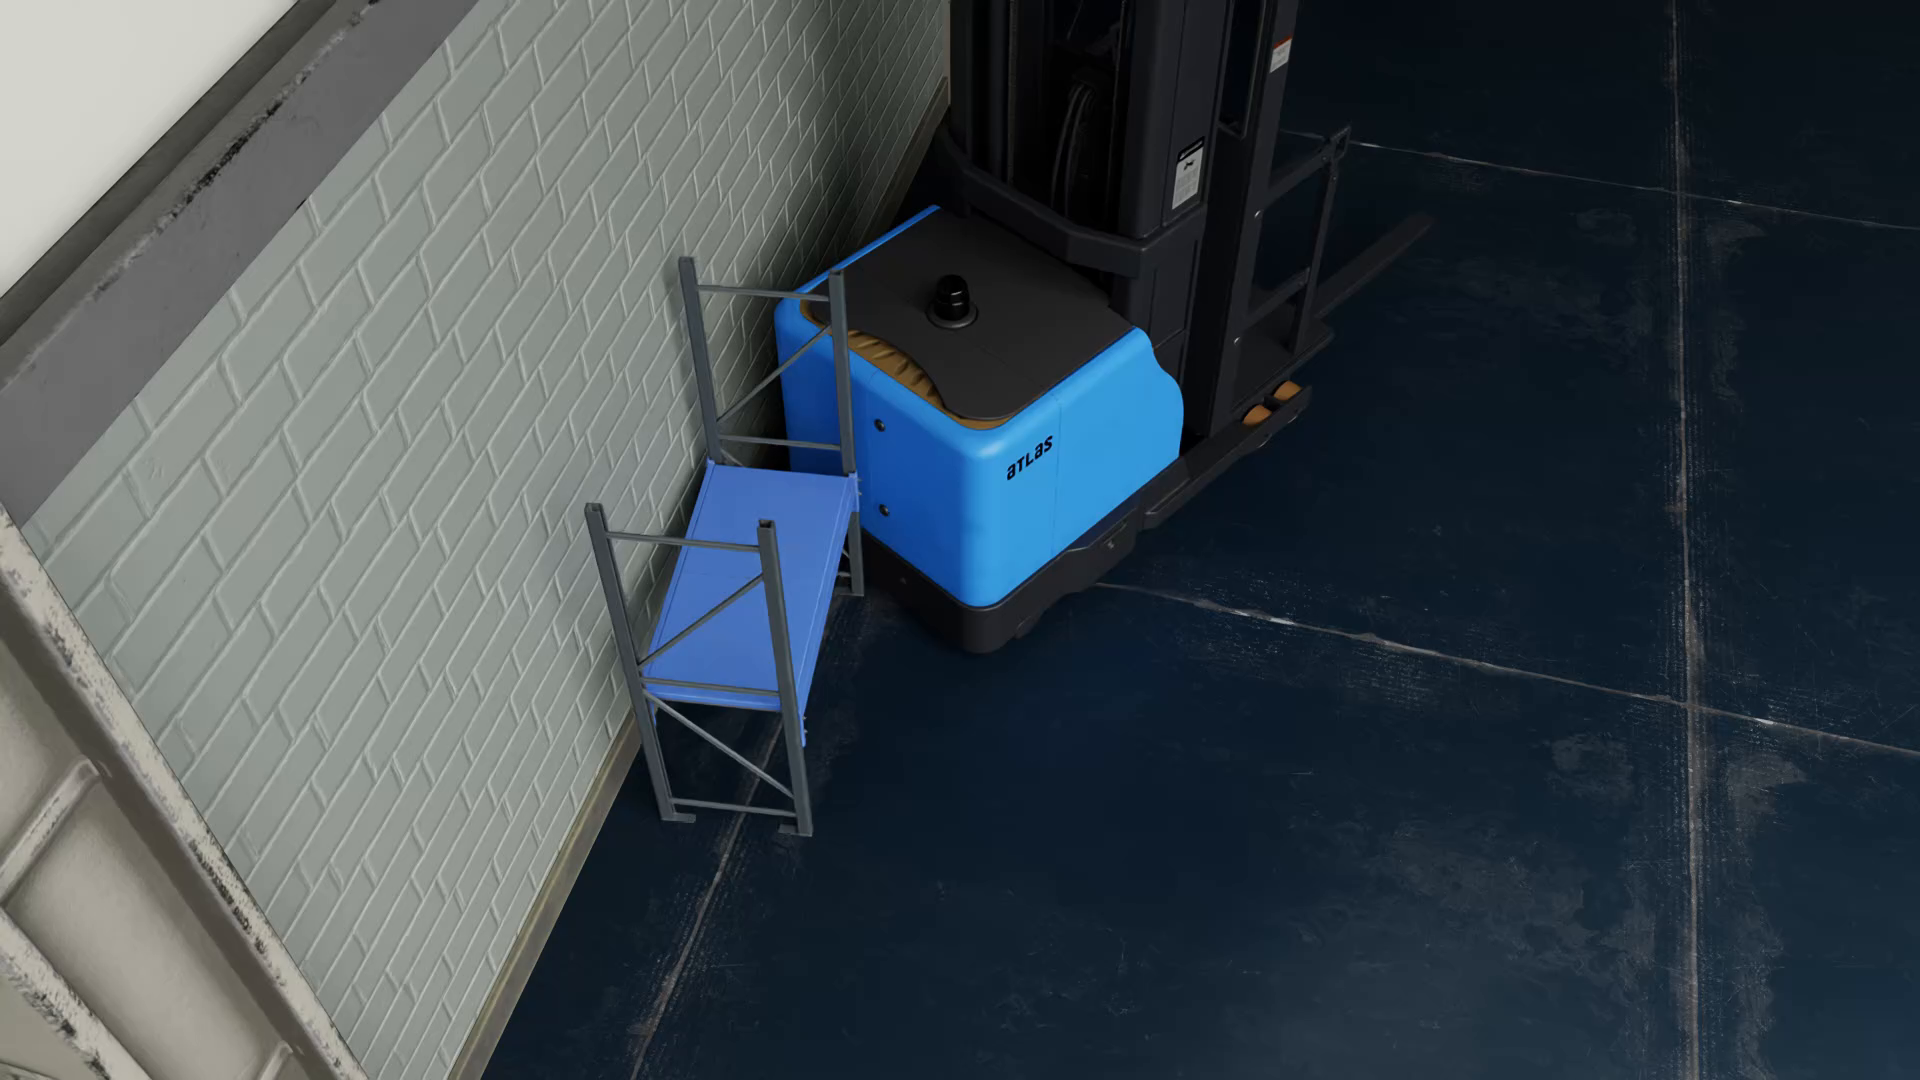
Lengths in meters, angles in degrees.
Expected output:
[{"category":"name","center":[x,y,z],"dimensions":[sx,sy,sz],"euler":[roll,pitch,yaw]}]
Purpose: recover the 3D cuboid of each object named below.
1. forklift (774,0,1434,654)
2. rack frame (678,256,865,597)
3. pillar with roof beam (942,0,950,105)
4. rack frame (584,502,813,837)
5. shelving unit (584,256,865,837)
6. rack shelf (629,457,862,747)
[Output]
[{"category":"forklift","center":[0.753,-1.579,5.689],"dimensions":[1.130,2.935,3.031],"euler":[36,58,28]},{"category":"rack frame","center":[-0.597,-0.323,5.535],"dimensions":[0.500,1.500,0.032],"euler":[6,49,5]},{"category":"pillar with roof beam","center":[4.264,-4.379,4.113],"dimensions":[9.100,9.000,0.400],"euler":[12,50,10]},{"category":"rack frame","center":[-0.728,0.433,4.868],"dimensions":[0.500,1.500,0.032],"euler":[6,49,5]},{"category":"shelving unit","center":[-0.662,0.055,5.201],"dimensions":[0.538,1.500,1.048],"euler":[6,49,5]},{"category":"rack shelf","center":[-0.662,0.174,5.336],"dimensions":[0.538,0.185,1.000],"euler":[6,49,5]}]
